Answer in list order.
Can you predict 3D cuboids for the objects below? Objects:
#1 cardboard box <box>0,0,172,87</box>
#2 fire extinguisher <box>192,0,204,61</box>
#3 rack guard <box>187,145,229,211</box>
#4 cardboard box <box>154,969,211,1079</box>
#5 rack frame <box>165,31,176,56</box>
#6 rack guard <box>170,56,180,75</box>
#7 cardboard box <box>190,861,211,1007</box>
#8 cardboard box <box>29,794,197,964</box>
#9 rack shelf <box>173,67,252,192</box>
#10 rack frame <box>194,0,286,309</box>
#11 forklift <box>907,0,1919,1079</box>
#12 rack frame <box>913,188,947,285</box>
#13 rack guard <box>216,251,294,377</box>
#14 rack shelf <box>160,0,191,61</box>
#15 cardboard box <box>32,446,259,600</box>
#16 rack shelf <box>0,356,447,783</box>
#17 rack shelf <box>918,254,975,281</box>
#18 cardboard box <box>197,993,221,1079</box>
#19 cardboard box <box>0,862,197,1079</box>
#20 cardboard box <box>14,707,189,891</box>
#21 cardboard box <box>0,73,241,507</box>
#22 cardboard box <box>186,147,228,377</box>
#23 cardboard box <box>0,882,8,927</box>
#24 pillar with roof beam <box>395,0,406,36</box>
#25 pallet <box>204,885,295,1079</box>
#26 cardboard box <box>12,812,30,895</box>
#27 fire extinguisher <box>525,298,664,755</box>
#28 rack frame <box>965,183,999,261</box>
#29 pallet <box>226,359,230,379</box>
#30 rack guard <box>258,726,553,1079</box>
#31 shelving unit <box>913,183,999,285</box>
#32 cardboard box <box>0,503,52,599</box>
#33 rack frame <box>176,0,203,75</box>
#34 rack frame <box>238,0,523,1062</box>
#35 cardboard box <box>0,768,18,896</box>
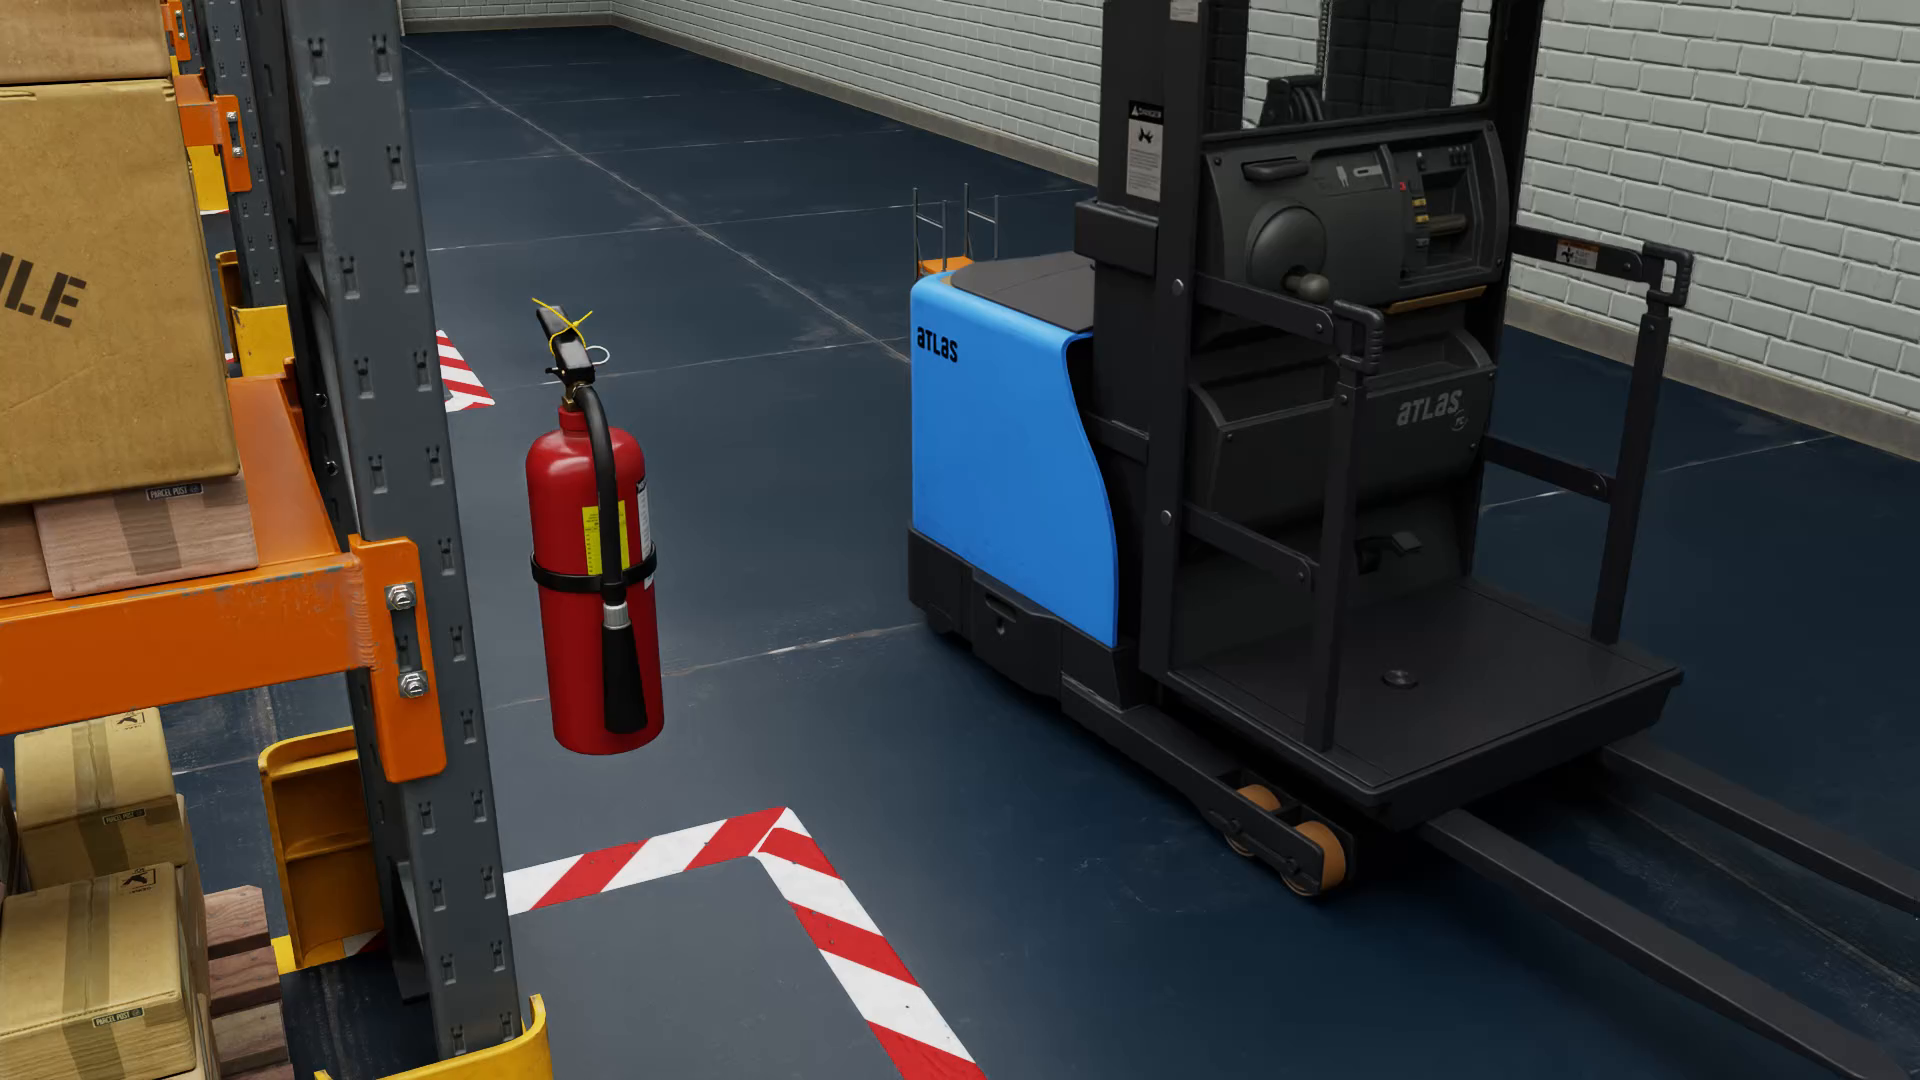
[{"bbox_3d":[-1.276,-0.824,1.993,0.500,0.500,0.500,-11,25,-25],"label":"cardboard box"},{"bbox_3d":[-4.846,-3.434,10.712,0.183,0.674,0.296,-10,25,-24],"label":"fire extinguisher"},{"bbox_3d":[-5.163,-2.627,11.443,0.348,0.500,1.175,-10,25,-24],"label":"rack guard"},{"bbox_3d":[-1.323,0.831,2.610,0.250,0.149,0.380,-11,25,-25],"label":"cardboard box"},{"bbox_3d":[-7.324,-5.481,15.070,0.127,3.000,1.000,-10,25,-24],"label":"rack frame"},{"bbox_3d":[-7.393,-4.314,15.517,0.348,0.500,1.175,-10,25,-24],"label":"rack guard"},{"bbox_3d":[-1.582,0.759,3.172,0.250,0.149,0.380,-10,24,-23],"label":"cardboard box"},{"bbox_3d":[-1.555,0.644,3.062,0.250,0.149,0.380,-9,24,-21],"label":"cardboard box"},{"bbox_3d":[-4.833,-1.402,6.157,4.000,0.370,1.077,-10,25,-24],"label":"rack shelf"},{"bbox_3d":[-3.031,-2.067,6.821,0.127,3.000,1.000,-10,25,-24],"label":"rack frame"},{"bbox_3d":[1.064,-0.750,3.729,1.130,2.935,3.031,-14,26,-30],"label":"forklift"},{"bbox_3d":[-0.095,-0.537,5.478,0.006,1.200,0.240,-10,25,-24],"label":"rack frame"},{"bbox_3d":[-3.010,-0.916,7.308,0.348,0.500,1.175,-10,25,-24],"label":"rack guard"},{"bbox_3d":[-6.981,-3.109,10.280,4.000,0.370,1.077,-10,25,-24],"label":"rack shelf"},{"bbox_3d":[-1.142,-0.073,2.333,0.250,0.149,0.380,-10,25,-24],"label":"cardboard box"},{"bbox_3d":[-2.773,0.324,1.987,4.000,0.370,1.077,-10,25,-24],"label":"rack shelf"},{"bbox_3d":[-0.013,-0.844,5.394,0.180,0.103,0.258,-10,25,-24],"label":"rack shelf"},{"bbox_3d":[-1.355,0.942,2.731,0.250,0.149,0.380,-10,25,-23],"label":"cardboard box"},{"bbox_3d":[-1.338,0.683,2.579,0.250,0.149,0.380,-10,25,-23],"label":"cardboard box"},{"bbox_3d":[-1.591,0.478,3.075,0.250,0.149,0.380,-12,25,-26],"label":"cardboard box"},{"bbox_3d":[-1.264,-0.361,2.180,0.500,0.500,0.500,-10,24,-23],"label":"cardboard box"},{"bbox_3d":[-3.573,-1.145,6.824,0.875,0.875,0.875,-10,25,-24],"label":"cardboard box"},{"bbox_3d":[-1.589,0.705,2.526,0.250,0.149,0.380,-10,24,-23],"label":"cardboard box"},{"bbox_3d":[-5.551,-9.222,16.263,0.400,9.000,9.100,-10,25,-24],"label":"pillar with roof beam"},{"bbox_3d":[-1.787,1.083,2.857,1.213,0.211,1.003,-10,25,-24],"label":"pallet"},{"bbox_3d":[-1.826,0.670,3.000,0.250,0.149,0.380,-11,25,-24],"label":"cardboard box"},{"bbox_3d":[-0.544,-0.015,2.453,0.183,0.674,0.296,-10,25,-24],"label":"fire extinguisher"},{"bbox_3d":[0.069,-0.567,5.551,0.006,1.200,0.240,-10,25,-24],"label":"rack frame"},{"bbox_3d":[-3.718,-0.619,6.968,1.213,0.211,1.003,-10,25,-24],"label":"pallet"},{"bbox_3d":[-1.040,0.827,3.098,0.348,0.500,1.175,-10,25,-24],"label":"rack guard"},{"bbox_3d":[-0.013,-0.552,5.515,0.189,1.200,0.258,-10,25,-24],"label":"shelving unit"},{"bbox_3d":[-1.383,-0.045,2.264,0.250,0.149,0.380,-10,25,-24],"label":"cardboard box"},{"bbox_3d":[-5.179,-3.773,10.944,0.127,3.000,1.000,-10,25,-24],"label":"rack frame"},{"bbox_3d":[-0.971,-0.340,2.651,0.127,3.000,1.000,-10,25,-24],"label":"rack frame"},{"bbox_3d":[-1.787,0.565,2.864,0.250,0.149,0.380,-10,24,-23],"label":"cardboard box"}]
